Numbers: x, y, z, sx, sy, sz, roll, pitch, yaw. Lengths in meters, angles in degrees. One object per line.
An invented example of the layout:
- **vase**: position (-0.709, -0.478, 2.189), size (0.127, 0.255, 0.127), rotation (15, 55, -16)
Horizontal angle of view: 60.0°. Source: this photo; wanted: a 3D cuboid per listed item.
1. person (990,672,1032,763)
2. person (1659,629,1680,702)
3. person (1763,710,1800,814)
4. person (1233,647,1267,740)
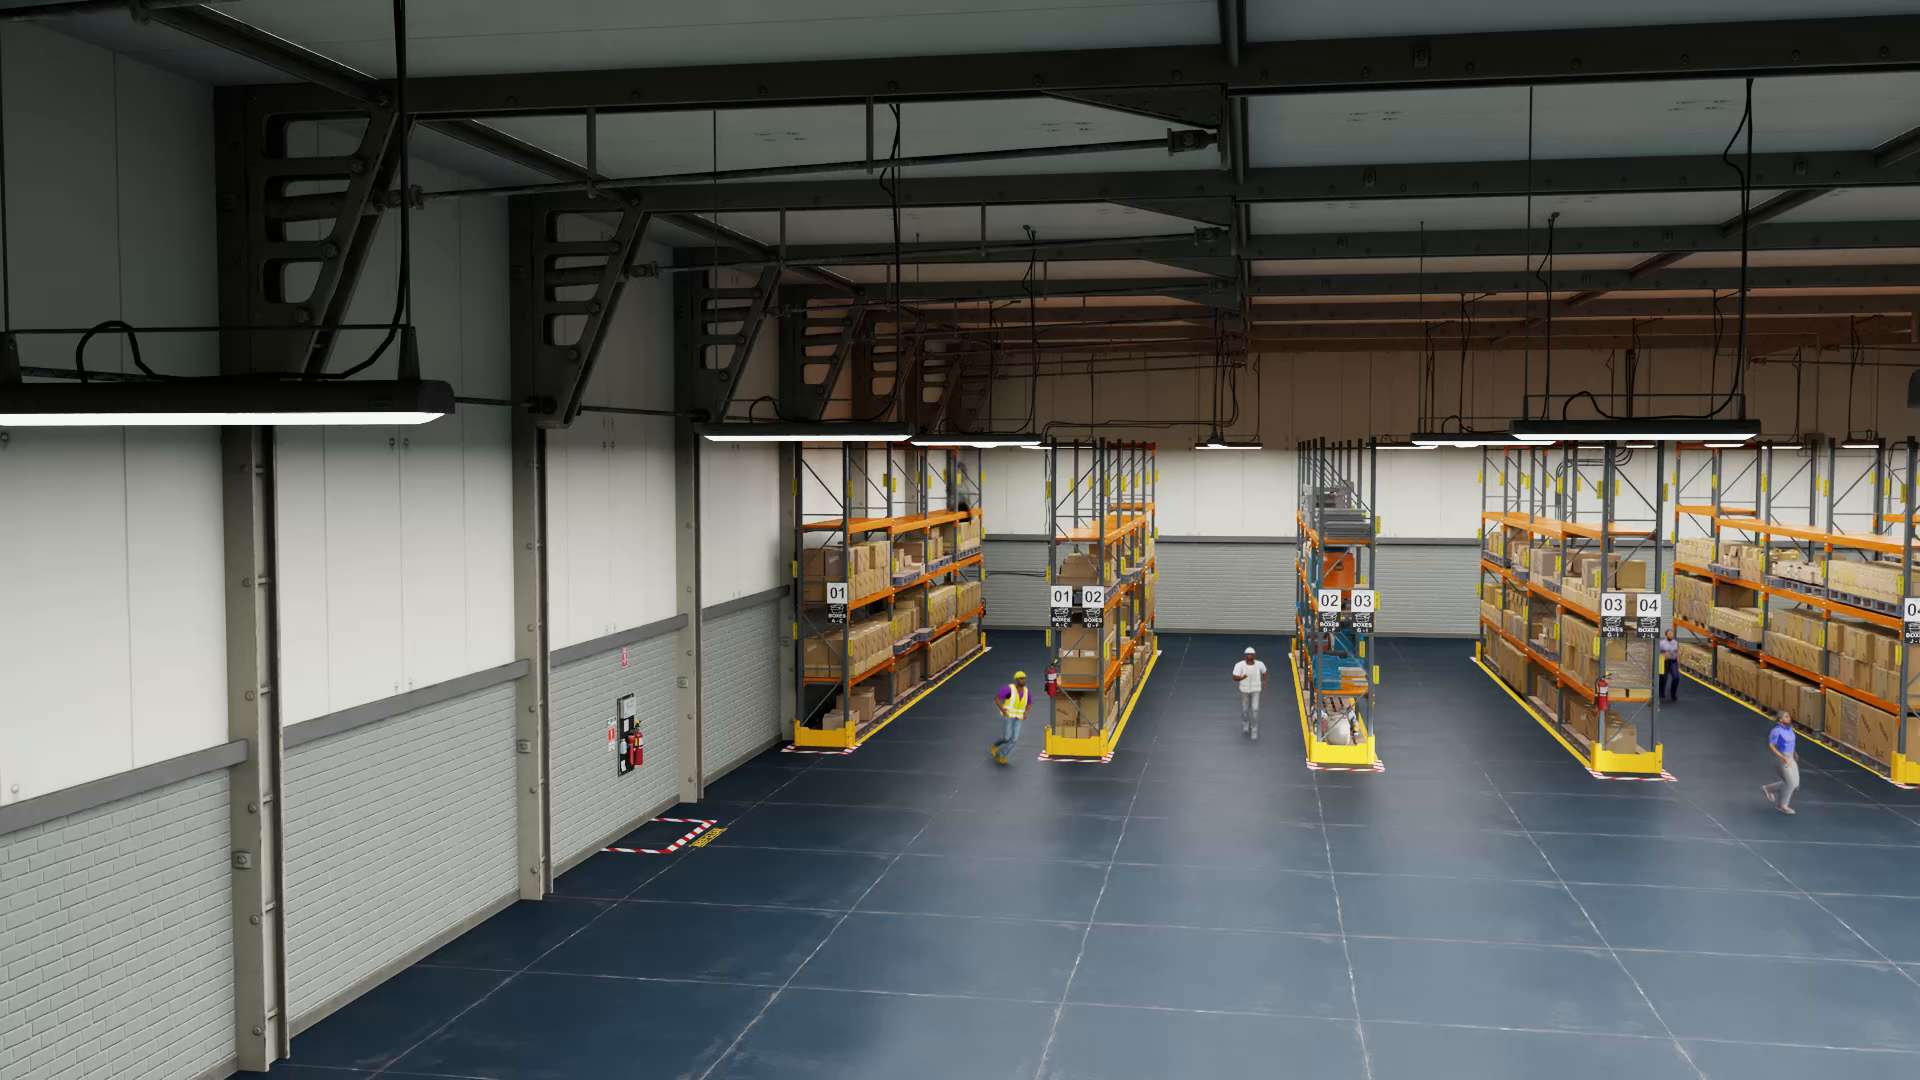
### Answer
- **person**: position (0.981, 3.260, 30.751), size (0.742, 1.669, 0.598), rotation (-1, 3, -25)
- **person**: position (16.289, 2.899, 38.258), size (0.592, 1.699, 0.725), rotation (0, 3, 4)
- **person**: position (13.086, 3.519, 26.530), size (0.575, 1.626, 0.533), rotation (-2, 4, -36)
- **person**: position (5.826, 3.052, 33.416), size (0.683, 1.802, 0.883), rotation (1, 3, 10)
